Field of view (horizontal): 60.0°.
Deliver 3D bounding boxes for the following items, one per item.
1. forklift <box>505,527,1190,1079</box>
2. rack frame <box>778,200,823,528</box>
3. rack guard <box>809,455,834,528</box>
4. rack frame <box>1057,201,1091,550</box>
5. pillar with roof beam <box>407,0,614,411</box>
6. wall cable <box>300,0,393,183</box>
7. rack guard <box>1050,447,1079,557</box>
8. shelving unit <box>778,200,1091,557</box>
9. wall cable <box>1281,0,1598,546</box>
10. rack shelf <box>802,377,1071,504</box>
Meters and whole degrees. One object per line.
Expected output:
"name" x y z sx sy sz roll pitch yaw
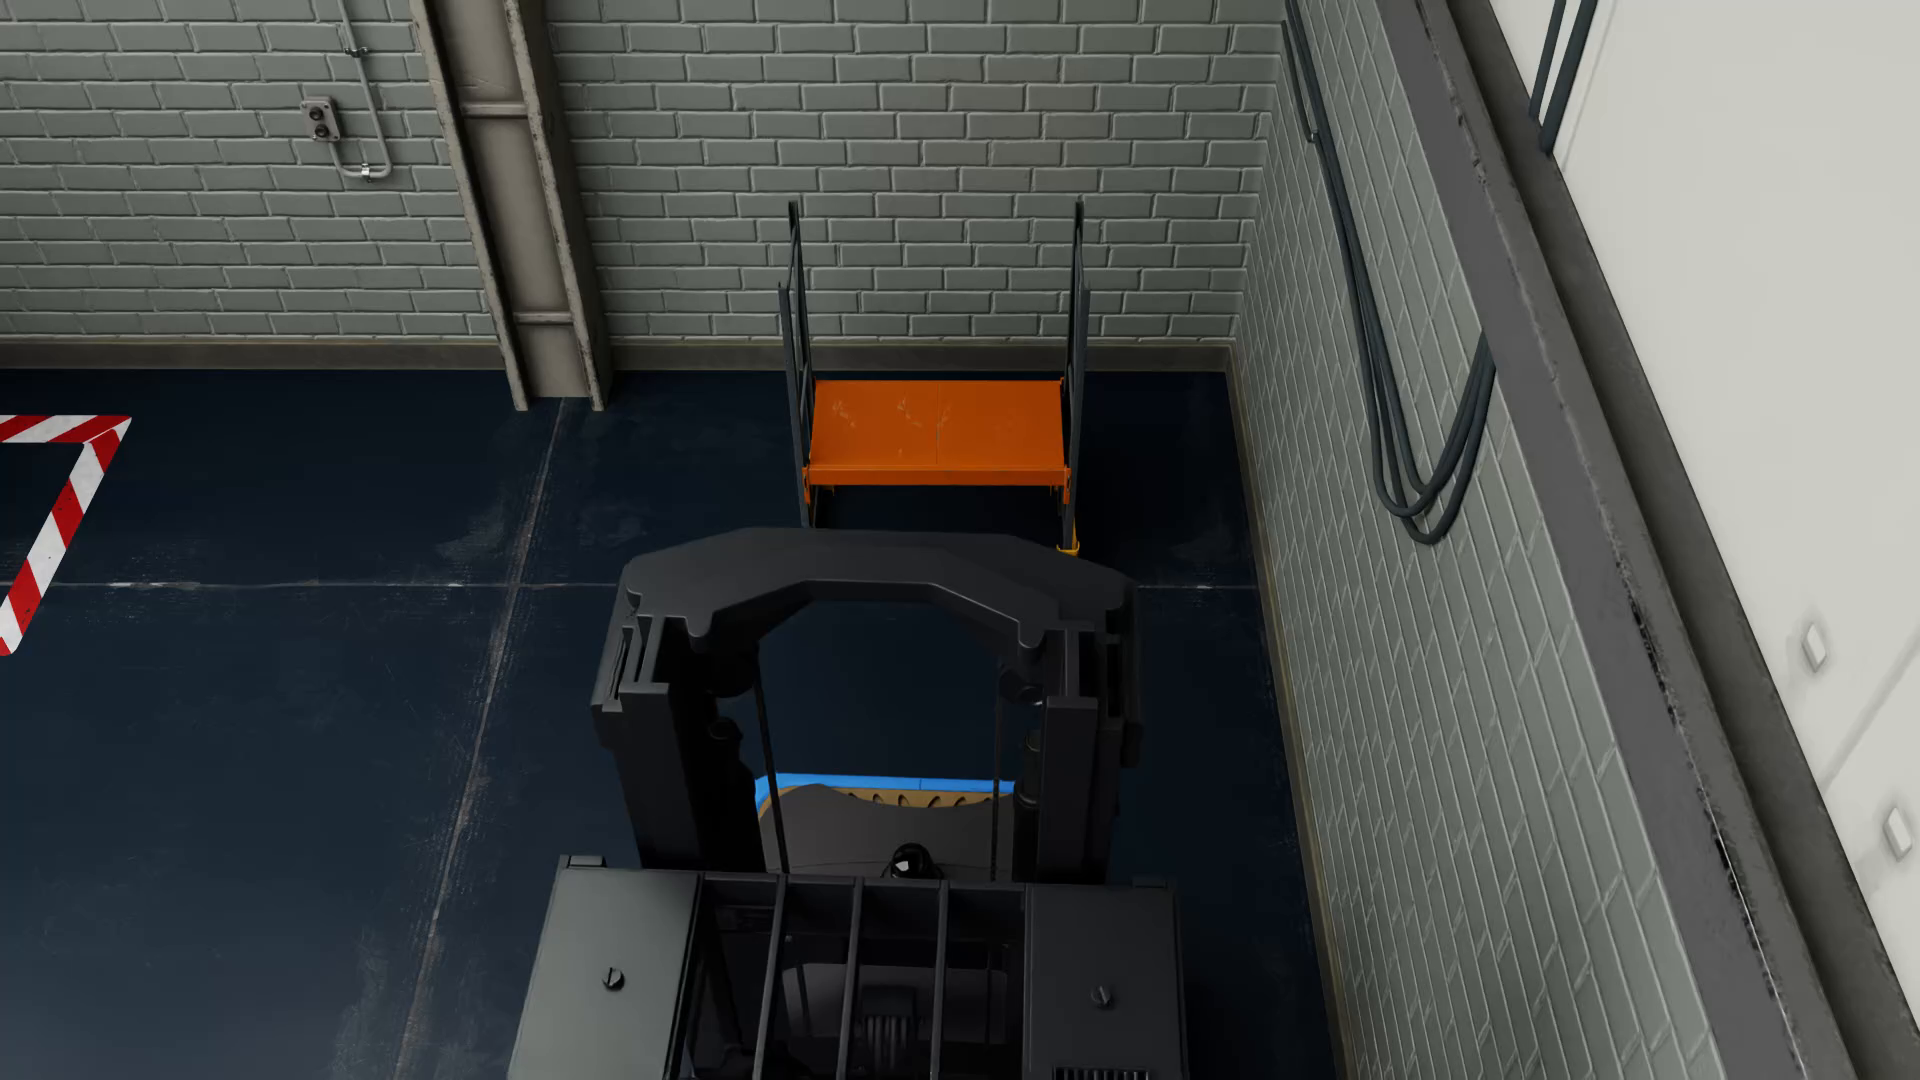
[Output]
"forklift" -0.175 1.491 3.441 1.130 2.935 3.031 2 47 2
"rack frame" -0.594 -0.513 6.283 0.032 1.500 0.500 0 47 0
"rack guard" -0.574 -0.087 6.741 0.087 0.250 0.587 0 47 0
"rack frame" 0.423 -0.510 6.281 0.032 1.500 0.500 0 47 0
"pillar with roof beam" -1.785 -0.601 1.242 0.400 9.000 9.100 0 47 0
"wall cable" -3.189 -2.117 6.058 1.851 1.984 0.084 0 47 0
"rack guard" 0.422 -0.084 6.738 0.087 0.250 0.587 0 47 0
"shelving unit" -0.076 -0.511 6.282 1.083 1.500 0.587 0 47 0
"wall cable" 1.182 -1.791 4.472 0.112 2.526 3.097 0 47 0
"rack shelf" -0.085 -0.389 6.414 1.000 0.185 0.538 0 47 0
